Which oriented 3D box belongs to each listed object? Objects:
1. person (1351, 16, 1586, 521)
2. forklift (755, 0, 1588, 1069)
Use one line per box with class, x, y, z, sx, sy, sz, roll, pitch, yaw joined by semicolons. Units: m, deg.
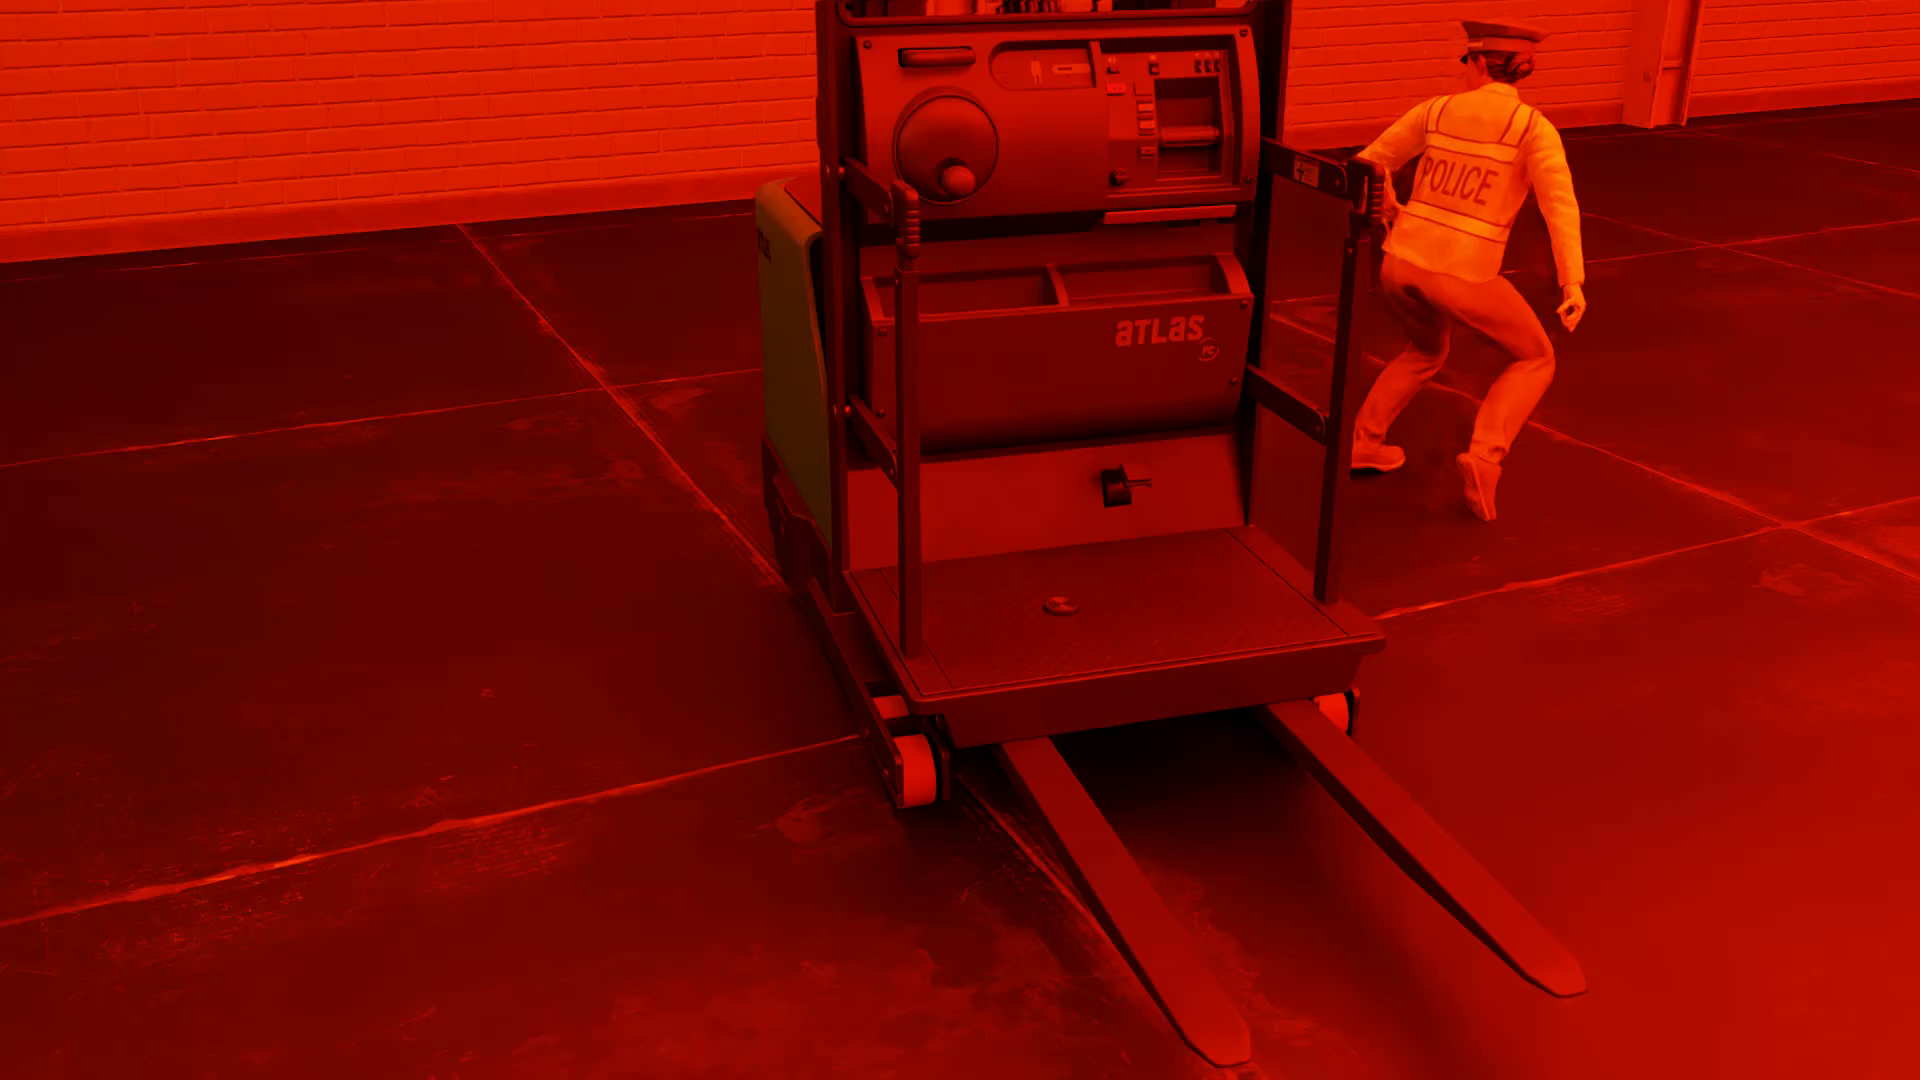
person;1.619;-0.833;5.245;0.495;1.543;0.921;-19;29;-37
forklift;0.293;-0.928;3.519;1.130;2.935;3.031;-6;23;-15
